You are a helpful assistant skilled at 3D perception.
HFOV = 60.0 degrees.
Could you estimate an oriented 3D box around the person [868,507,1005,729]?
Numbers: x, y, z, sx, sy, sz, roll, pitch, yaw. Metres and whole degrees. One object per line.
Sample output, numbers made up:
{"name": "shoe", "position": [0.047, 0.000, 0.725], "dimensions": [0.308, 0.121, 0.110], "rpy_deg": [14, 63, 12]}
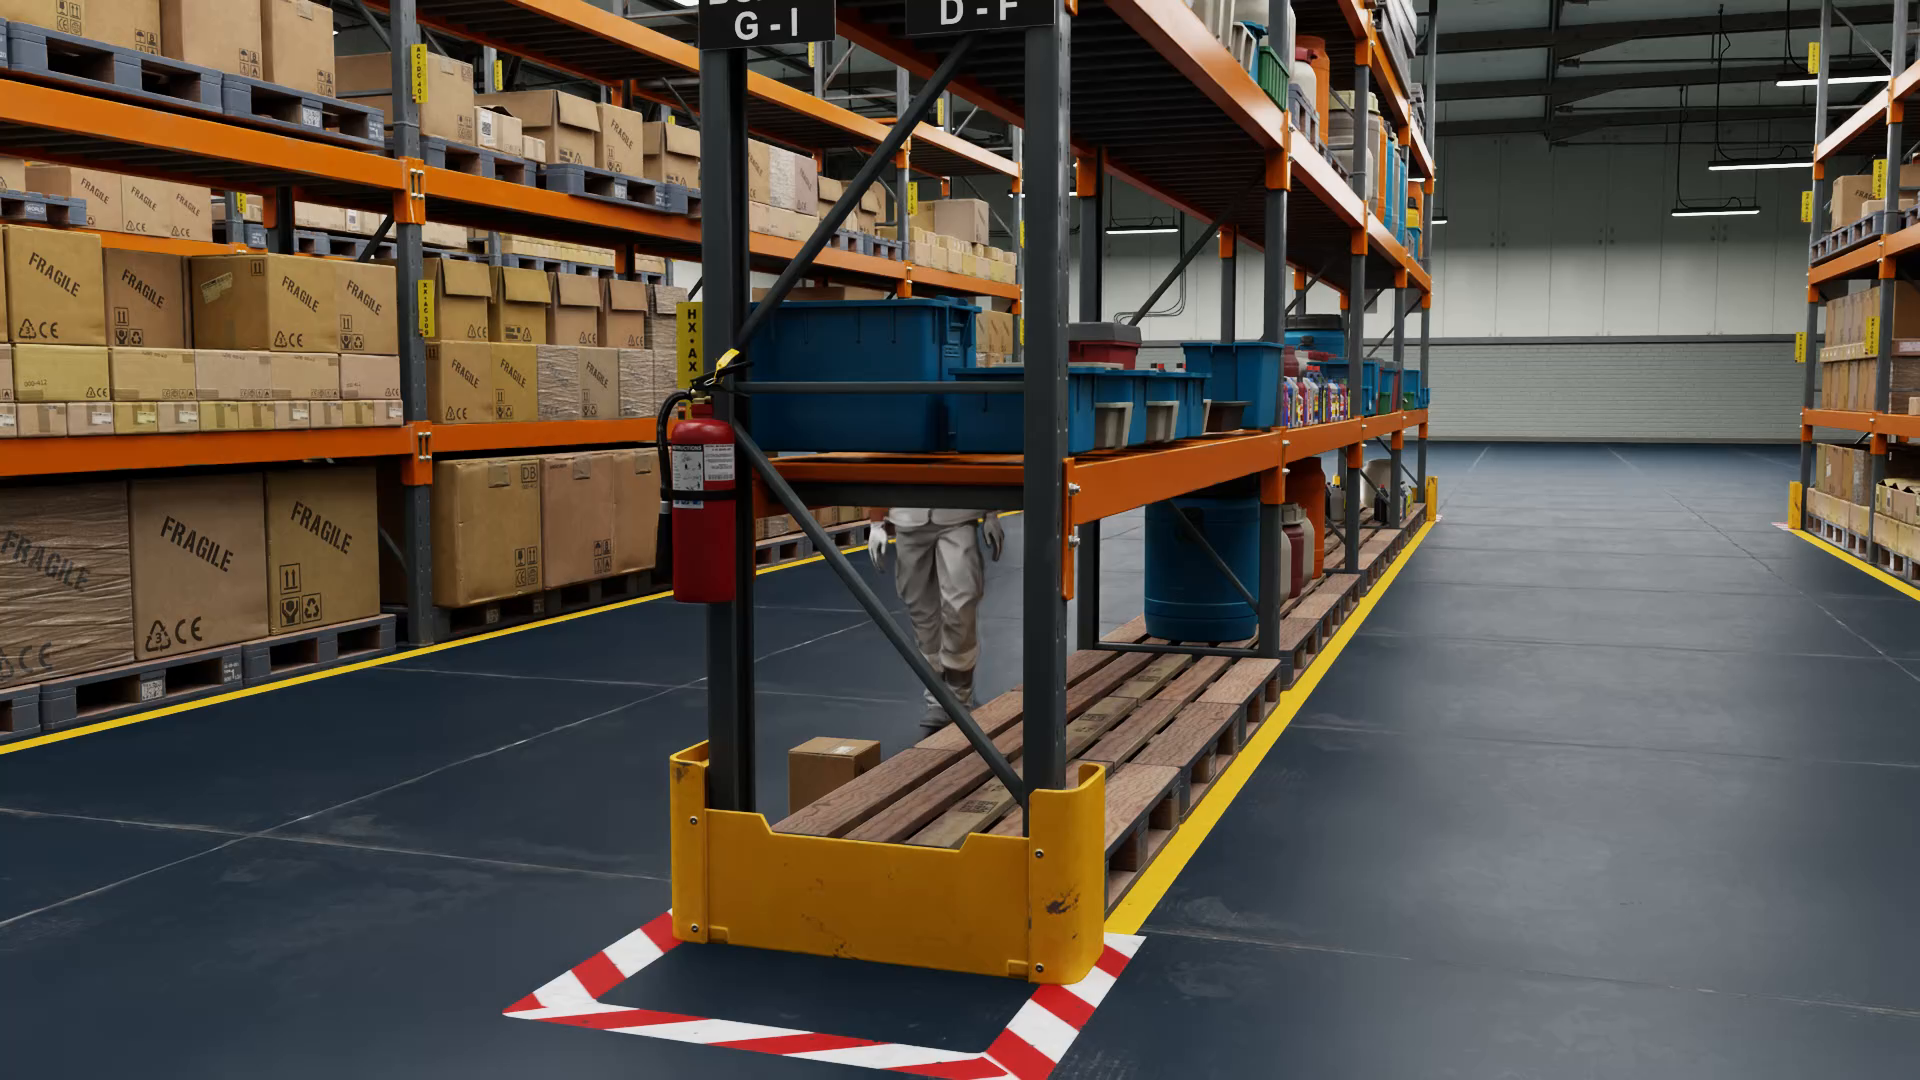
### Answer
{"name": "person", "position": [-0.110, -0.044, 7.126], "dimensions": [0.580, 1.776, 0.527], "rpy_deg": [1, 5, 9]}
